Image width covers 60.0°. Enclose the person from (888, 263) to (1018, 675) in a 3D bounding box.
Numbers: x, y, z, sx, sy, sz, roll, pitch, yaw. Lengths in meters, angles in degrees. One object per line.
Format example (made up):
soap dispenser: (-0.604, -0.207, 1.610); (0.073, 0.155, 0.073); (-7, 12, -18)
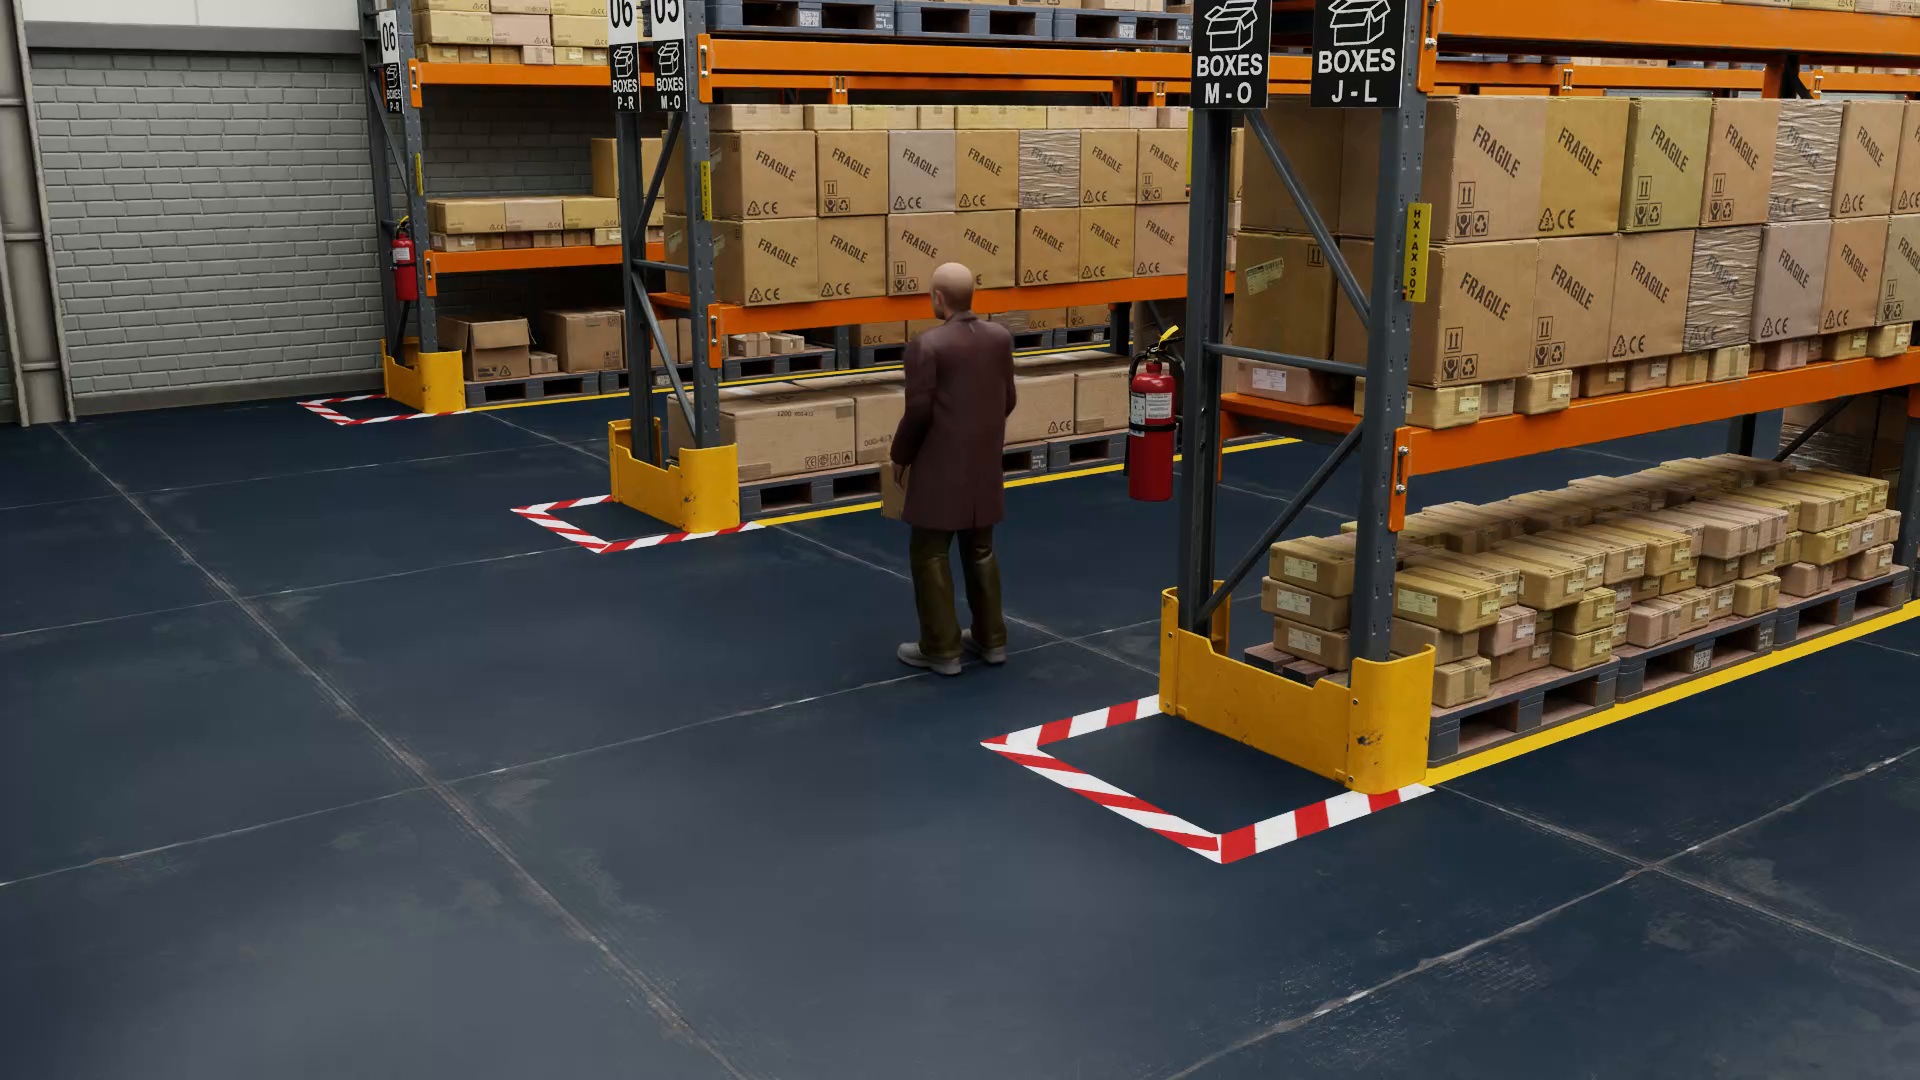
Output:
person: (-0.035, -0.309, 7.253); (0.648, 1.774, 0.419); (-10, 18, -35)
